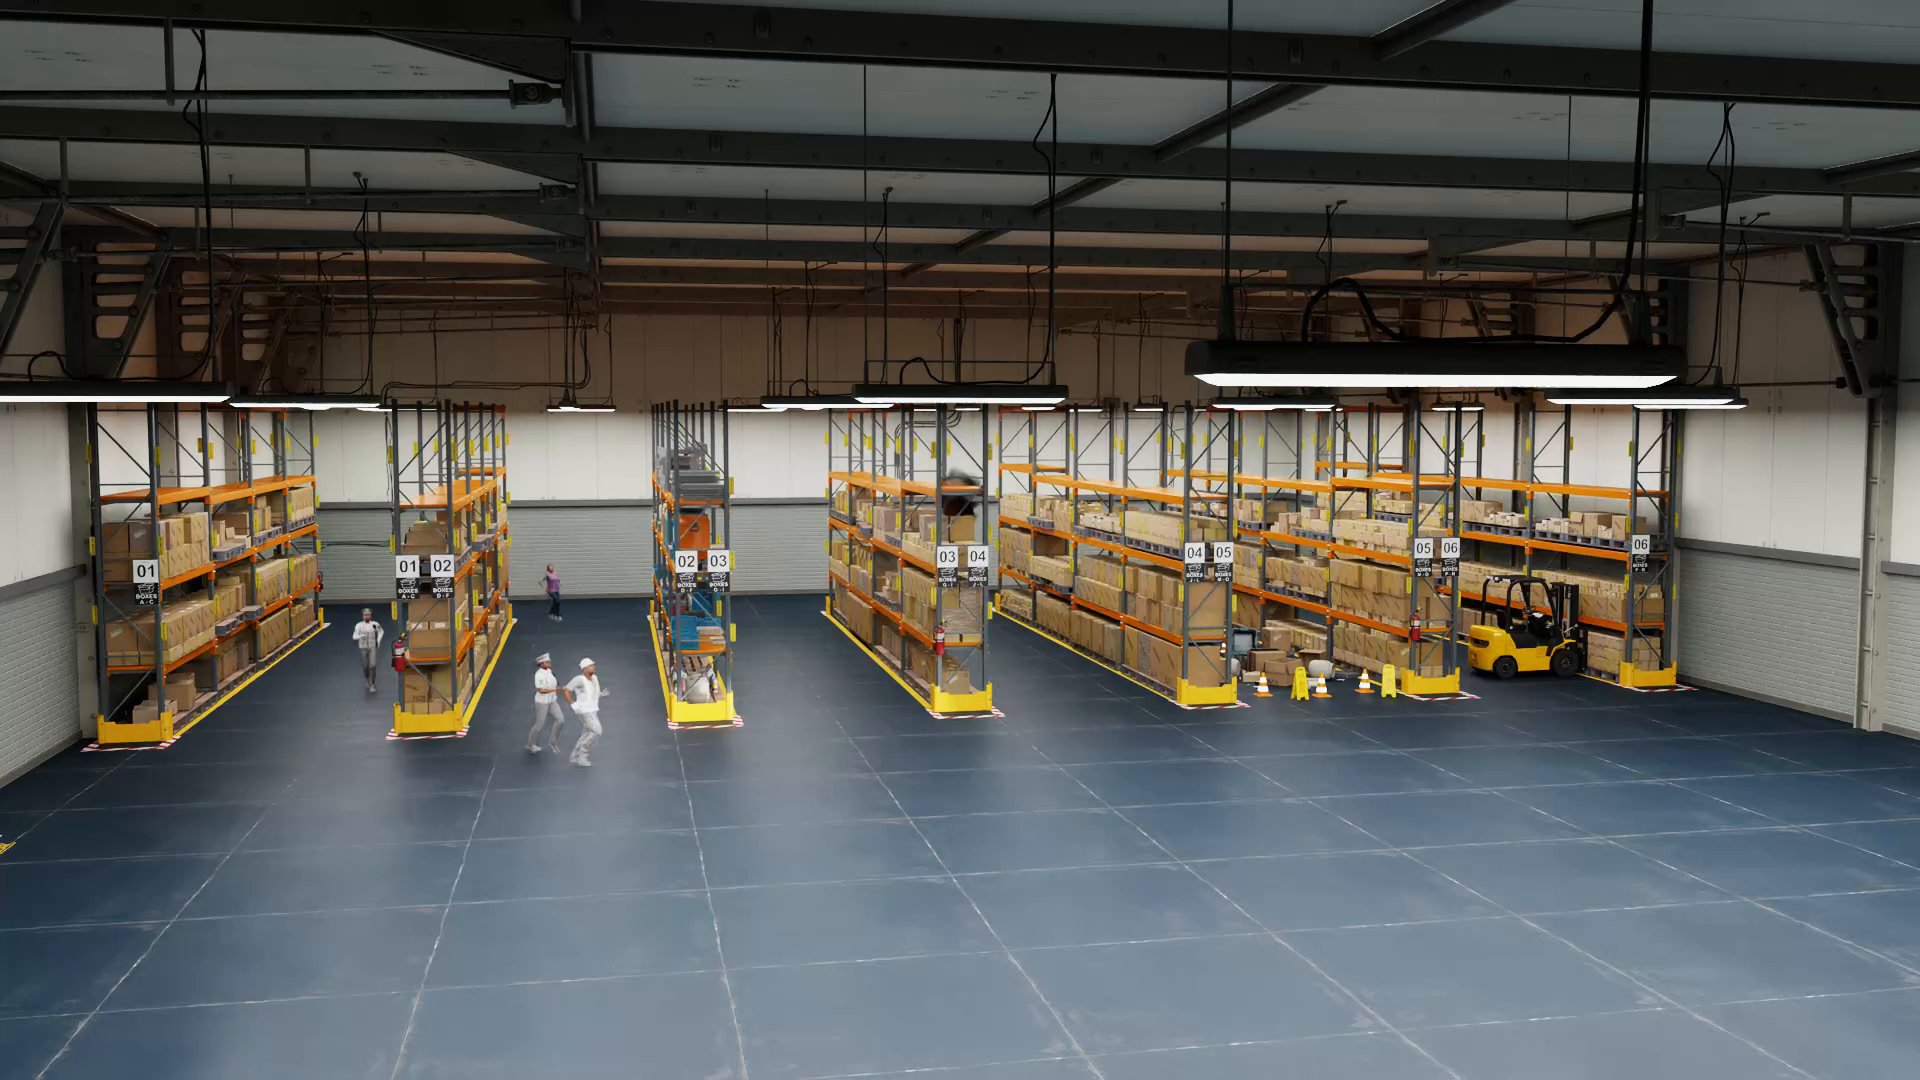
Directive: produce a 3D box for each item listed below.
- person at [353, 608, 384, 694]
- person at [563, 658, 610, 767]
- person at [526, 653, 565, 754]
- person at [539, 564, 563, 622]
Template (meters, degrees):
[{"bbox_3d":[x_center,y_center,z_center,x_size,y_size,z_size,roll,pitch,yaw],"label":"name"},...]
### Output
[{"bbox_3d":[-12.250,2.277,34.432,0.596,1.735,0.720,-1,5,-17],"label":"person"},{"bbox_3d":[-6.056,2.803,27.077,0.686,1.759,0.673,1,4,14],"label":"person"},{"bbox_3d":[-6.977,2.776,28.053,0.729,1.733,0.541,2,5,21],"label":"person"},{"bbox_3d":[-11.308,1.465,46.124,0.645,1.615,0.596,3,5,35],"label":"person"}]
